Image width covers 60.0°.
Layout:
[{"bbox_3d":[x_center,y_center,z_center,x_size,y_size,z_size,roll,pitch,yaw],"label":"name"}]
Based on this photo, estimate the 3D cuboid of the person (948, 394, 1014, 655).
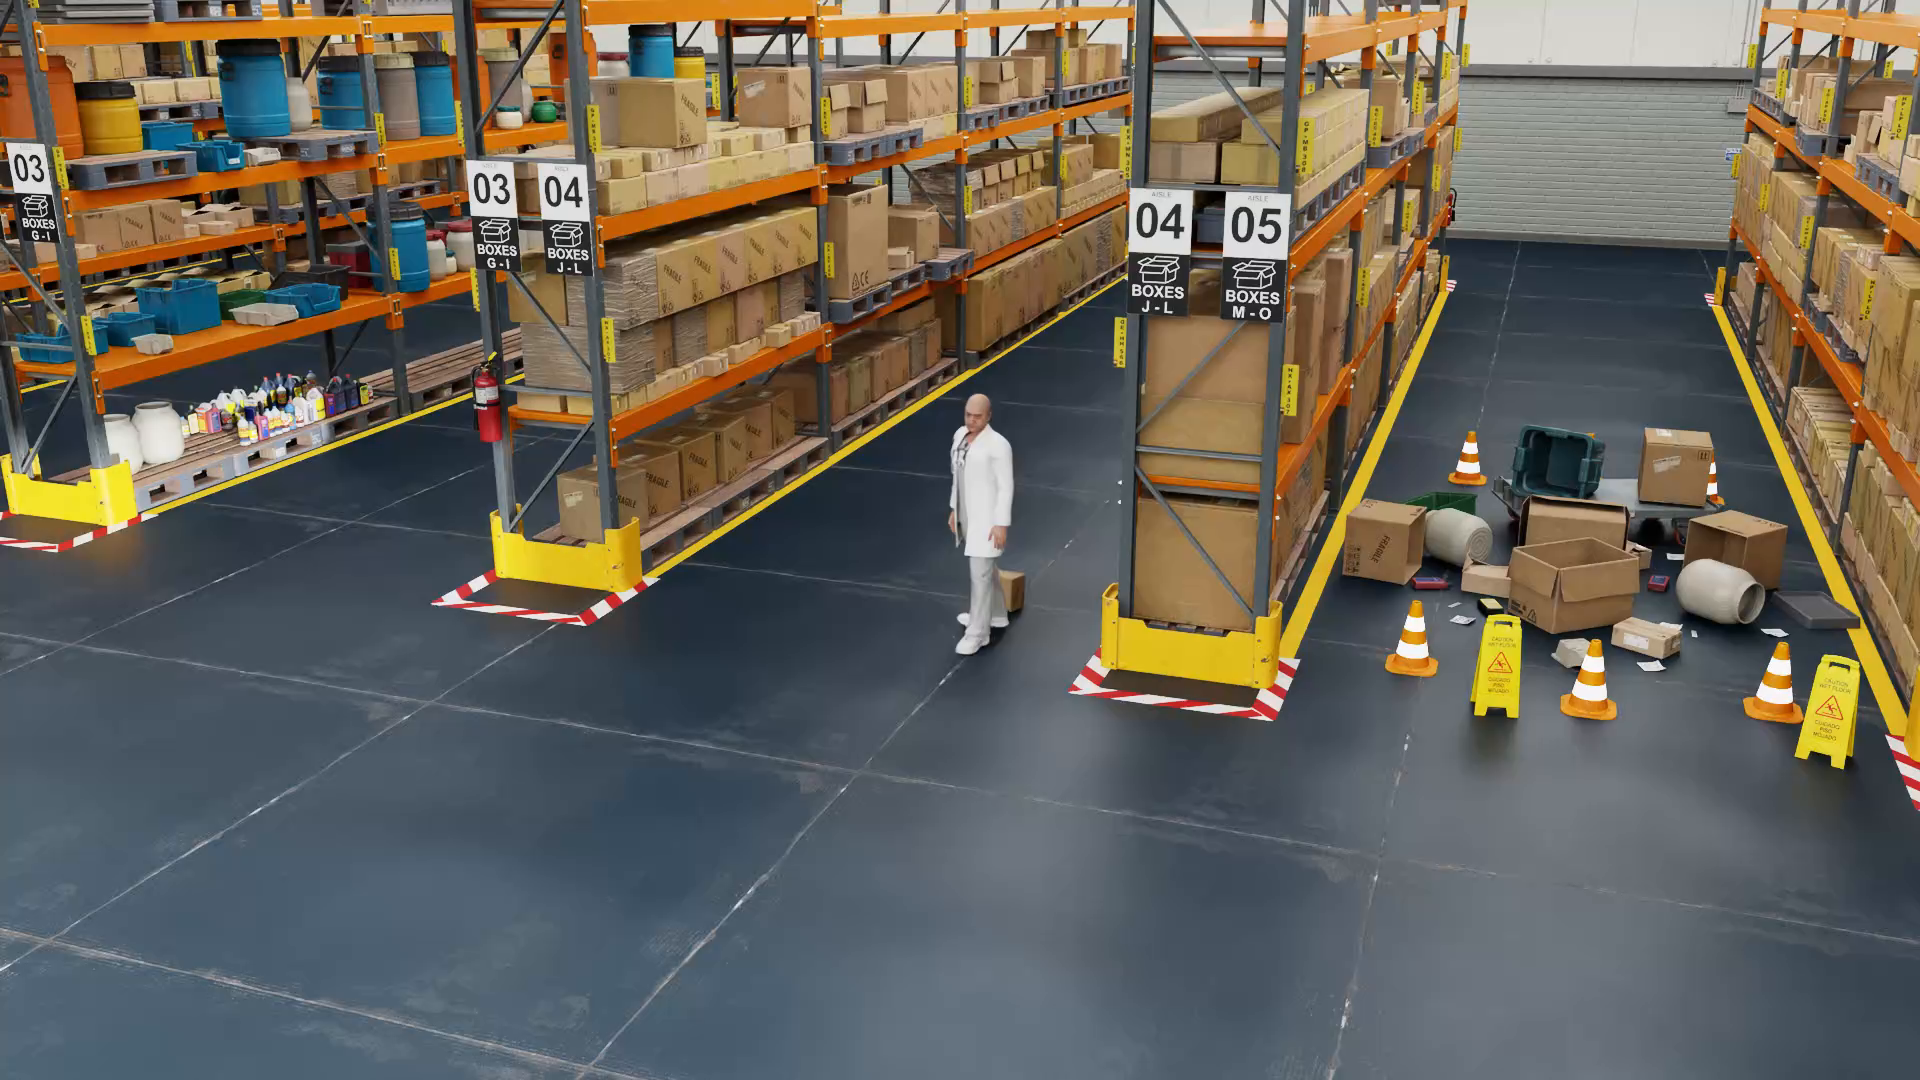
[{"bbox_3d":[0.124,-0.146,11.494,0.606,1.780,0.599,-11,21,-30],"label":"person"}]
